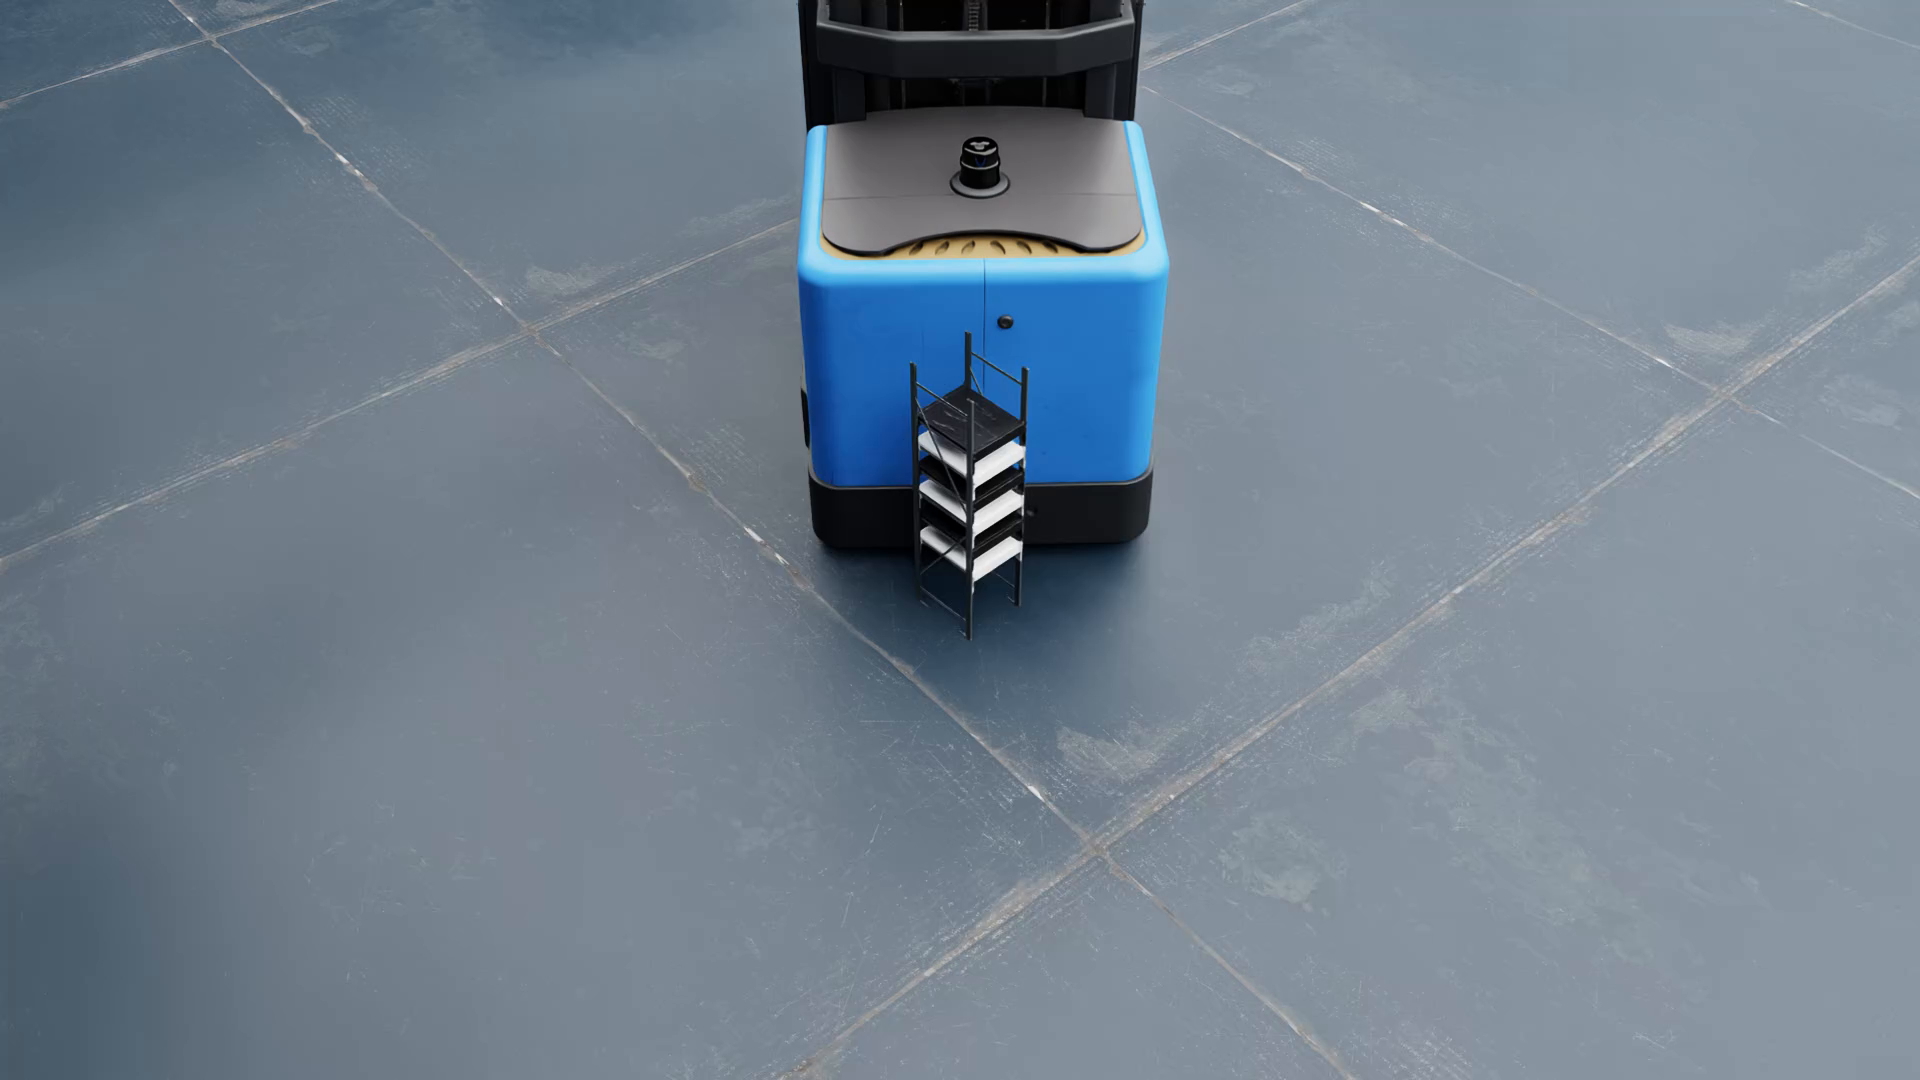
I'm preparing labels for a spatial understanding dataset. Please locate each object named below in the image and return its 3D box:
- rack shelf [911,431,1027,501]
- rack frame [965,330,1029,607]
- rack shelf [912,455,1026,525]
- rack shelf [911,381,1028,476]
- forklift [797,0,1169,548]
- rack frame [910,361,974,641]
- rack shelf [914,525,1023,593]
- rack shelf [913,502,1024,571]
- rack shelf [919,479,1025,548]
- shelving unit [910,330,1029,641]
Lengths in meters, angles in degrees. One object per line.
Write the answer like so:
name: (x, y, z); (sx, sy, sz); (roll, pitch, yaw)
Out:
rack shelf: (0.025, -0.244, 4.638); (0.200, 0.077, 0.258); (-33, 52, -30)
rack frame: (0.098, -0.185, 4.789); (0.006, 0.900, 0.240); (-33, 52, -30)
rack shelf: (0.025, -0.178, 4.700); (0.200, 0.077, 0.258); (-33, 52, -30)
rack shelf: (0.025, -0.309, 4.576); (0.200, 0.077, 0.258); (-33, 52, -30)
forklift: (0.025, -2.037, 5.278); (1.130, 2.935, 3.031); (-1, 43, -1)
rack frame: (-0.049, -0.089, 4.687); (0.006, 0.900, 0.240); (-33, 52, -30)
rack shelf: (0.025, 0.019, 4.884); (0.200, 0.077, 0.258); (-33, 52, -30)
rack shelf: (0.025, -0.047, 4.823); (0.200, 0.077, 0.258); (-33, 52, -30)
rack shelf: (0.025, -0.113, 4.761); (0.200, 0.077, 0.258); (-33, 52, -30)
shelving unit: (0.025, -0.137, 4.738); (0.210, 0.900, 0.258); (-33, 52, -30)
